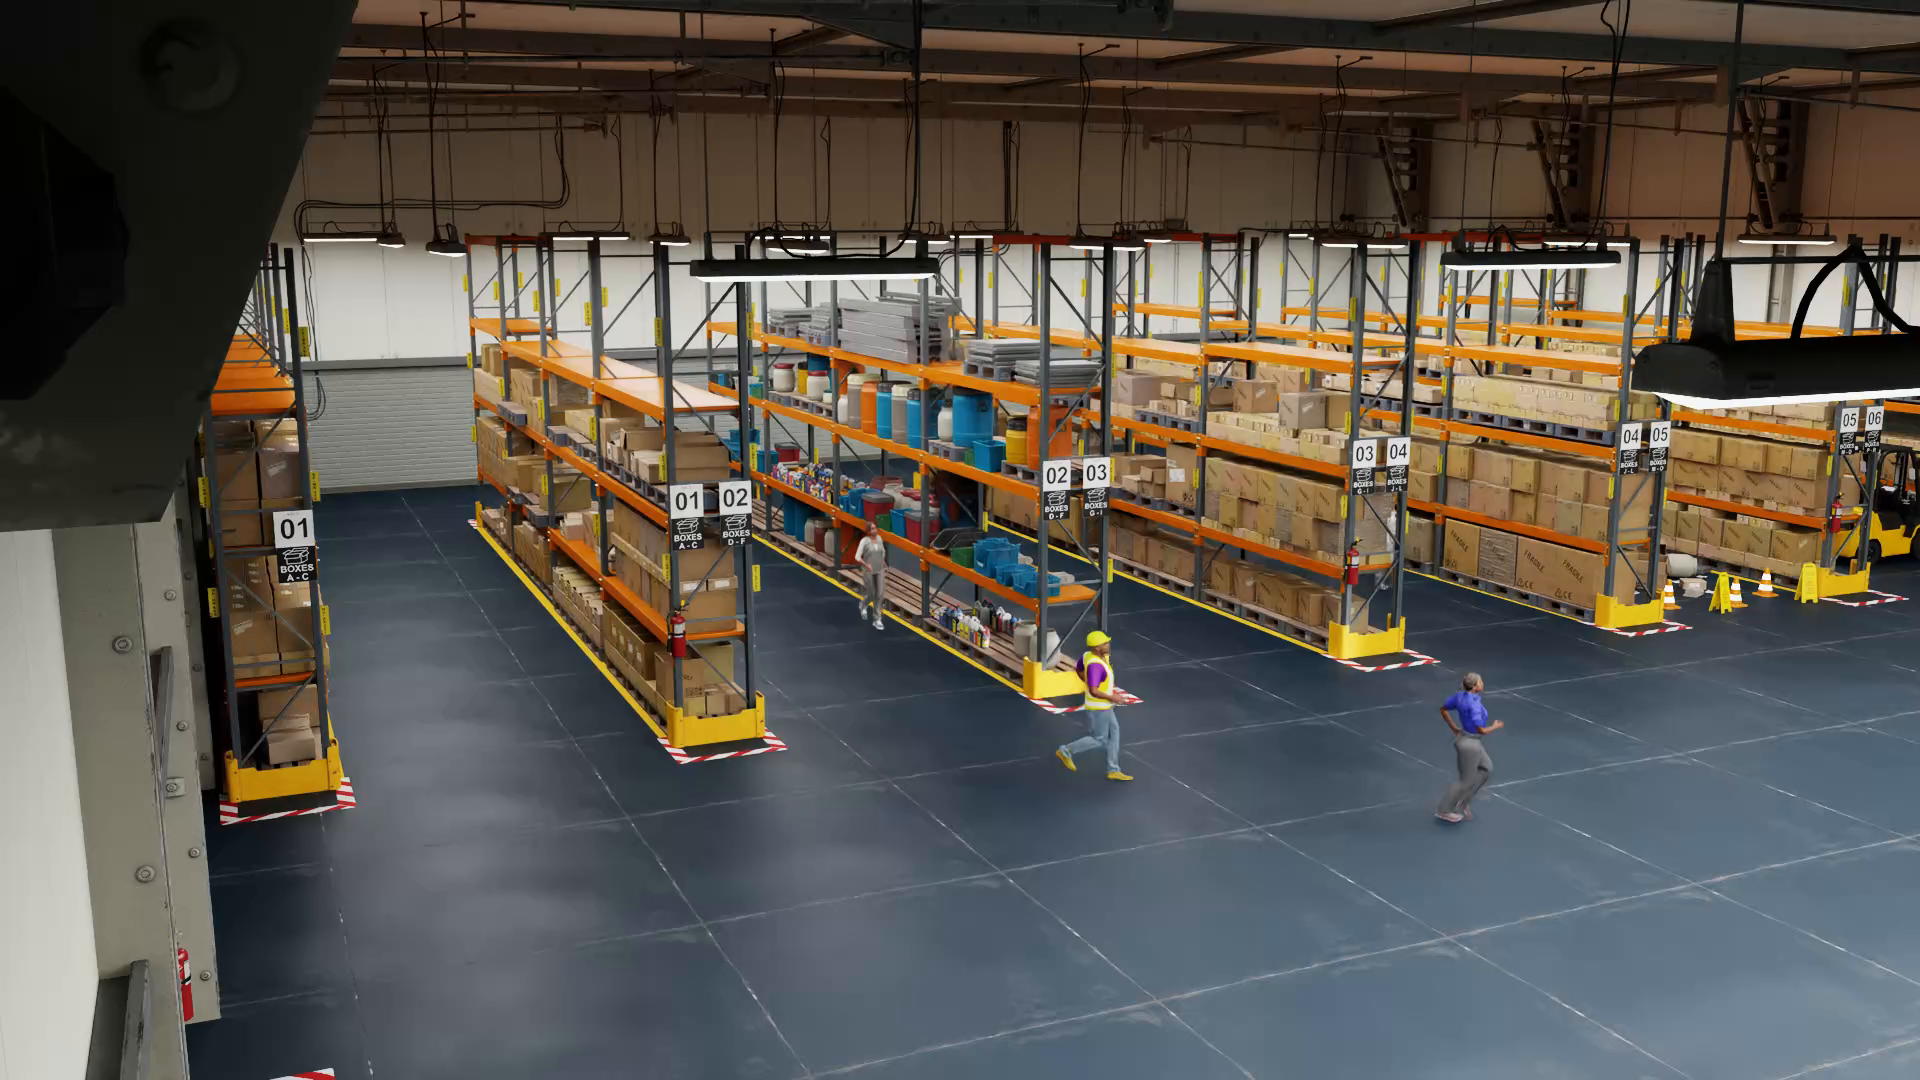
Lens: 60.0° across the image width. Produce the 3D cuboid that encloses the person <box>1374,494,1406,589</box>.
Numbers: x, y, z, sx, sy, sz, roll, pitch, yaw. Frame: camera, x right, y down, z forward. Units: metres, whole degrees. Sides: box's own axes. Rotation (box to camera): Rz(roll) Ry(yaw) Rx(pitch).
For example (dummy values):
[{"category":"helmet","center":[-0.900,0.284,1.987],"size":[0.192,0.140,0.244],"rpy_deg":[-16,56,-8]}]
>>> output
[{"category":"person","center":[7.375,0.036,28.513],"size":[0.593,1.655,0.624],"rpy_deg":[-7,13,-34]}]

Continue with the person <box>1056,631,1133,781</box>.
[{"category":"person","center":[1.537,1.888,18.860],"size":[0.891,1.762,0.707],"rpy_deg":[1,11,3]}]

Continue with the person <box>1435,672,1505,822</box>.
[{"category":"person","center":[5.385,2.187,17.538],"size":[0.688,1.664,0.544],"rpy_deg":[0,11,1]}]

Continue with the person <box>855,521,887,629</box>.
[{"category":"person","center":[-1.303,0.505,24.891],"size":[0.539,1.595,0.676],"rpy_deg":[-6,13,-29]}]
